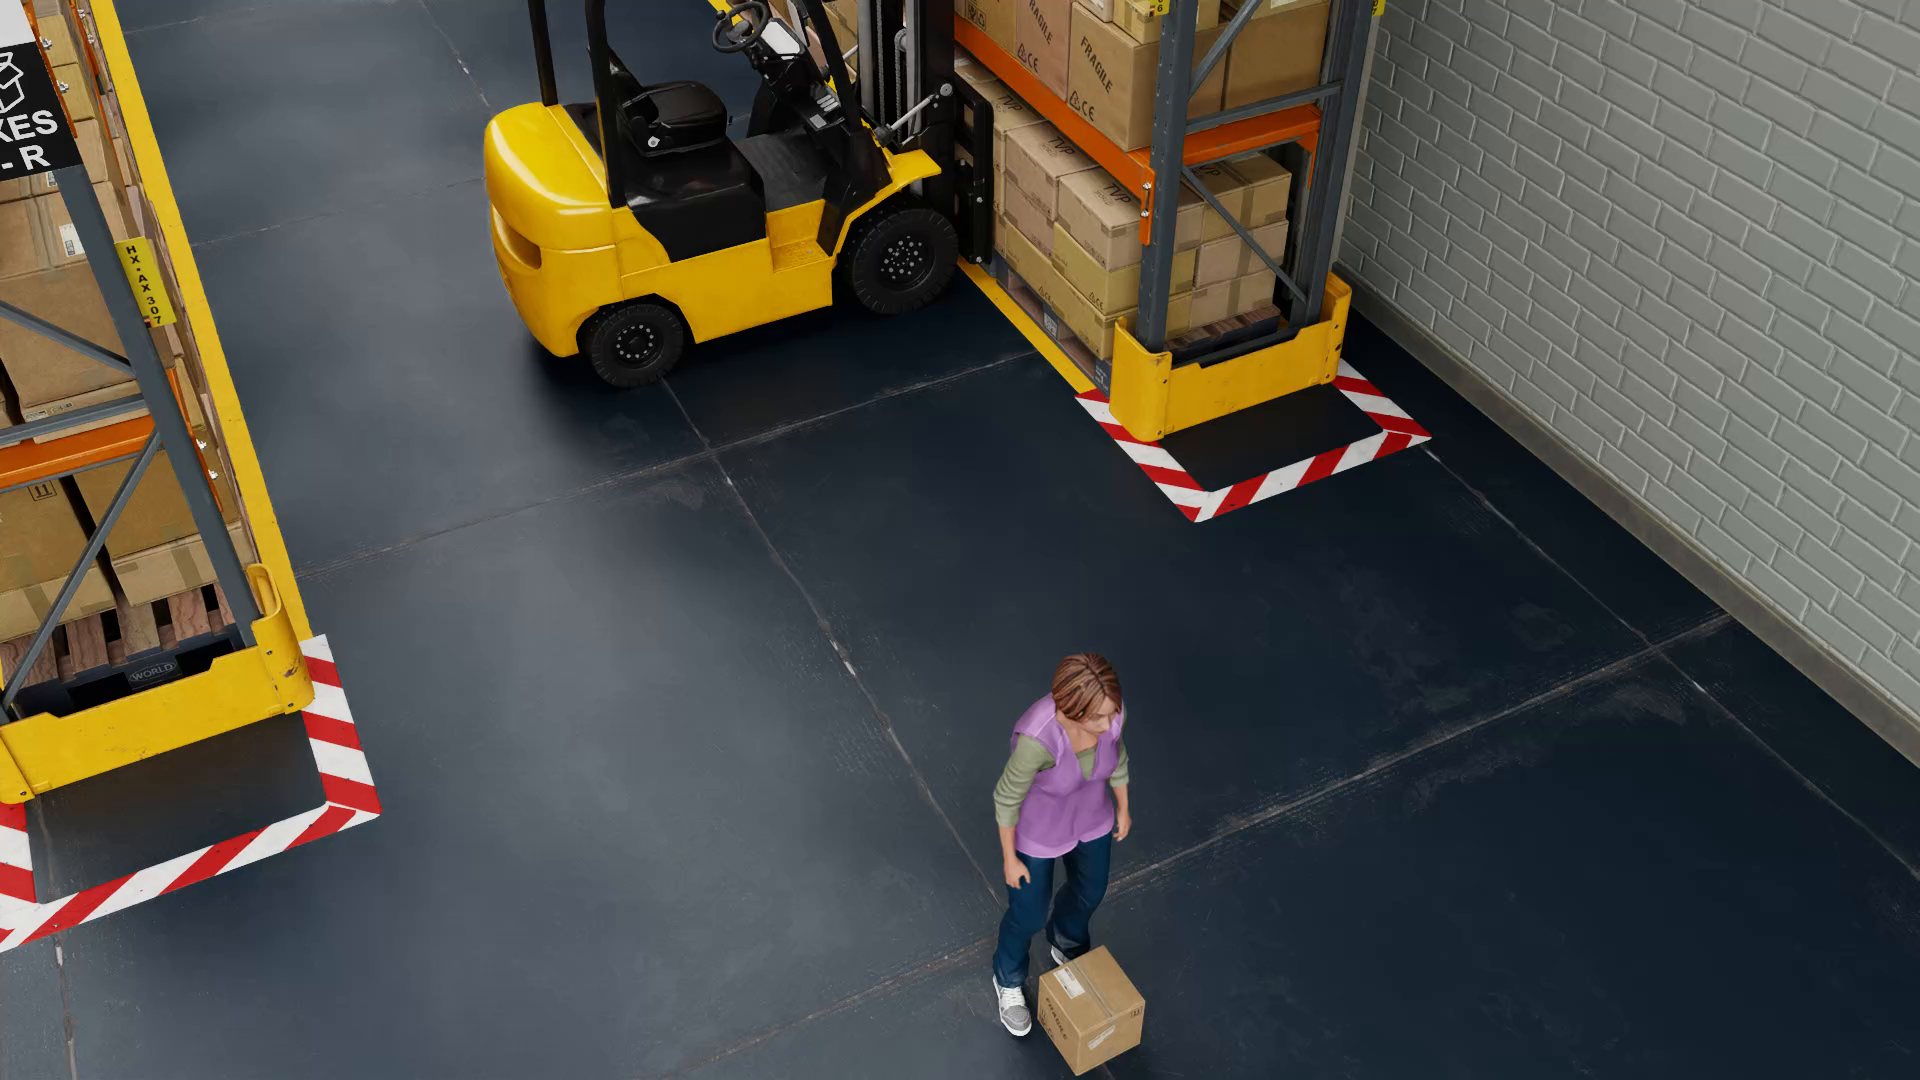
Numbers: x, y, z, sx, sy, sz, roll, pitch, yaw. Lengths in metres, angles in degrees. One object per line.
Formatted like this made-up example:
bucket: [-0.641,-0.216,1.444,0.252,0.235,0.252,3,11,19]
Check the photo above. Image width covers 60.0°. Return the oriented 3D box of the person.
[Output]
person: [0.312,0.904,5.157,0.474,1.593,0.345,-21,46,-21]
